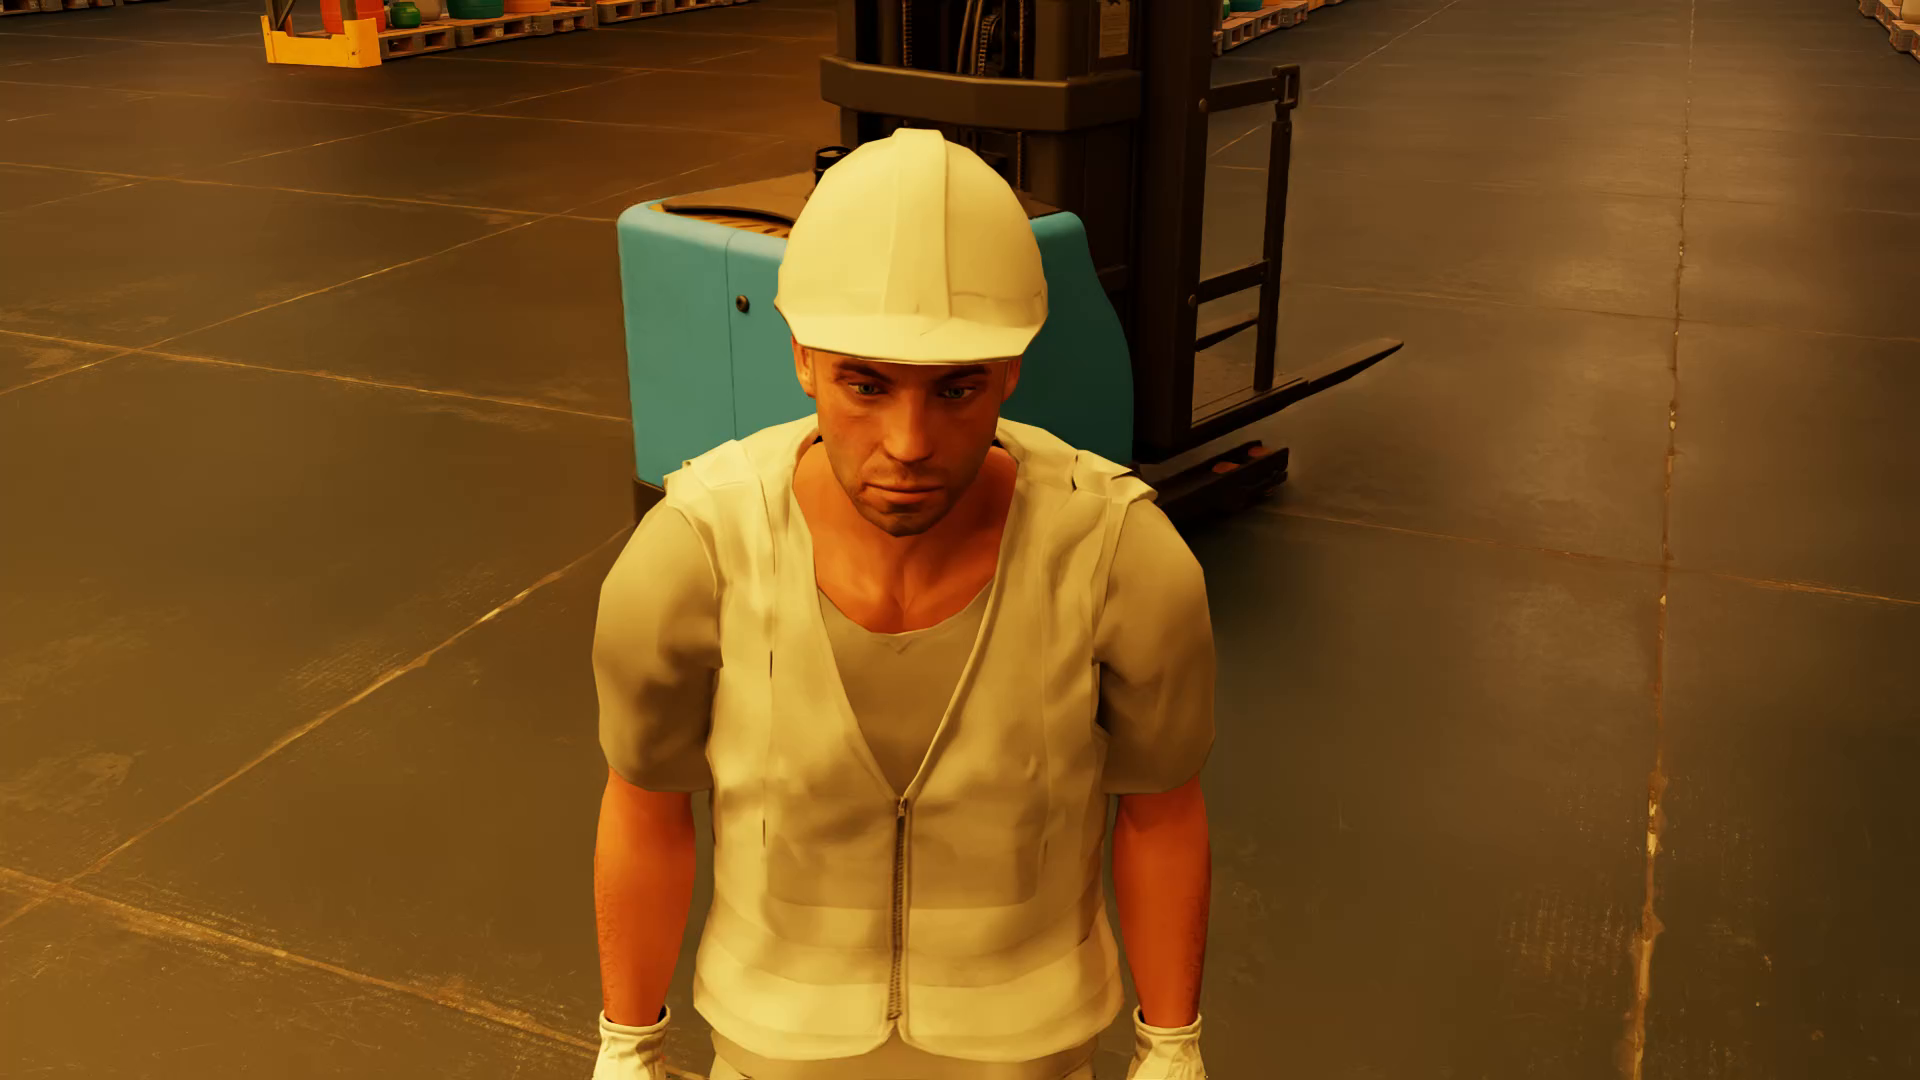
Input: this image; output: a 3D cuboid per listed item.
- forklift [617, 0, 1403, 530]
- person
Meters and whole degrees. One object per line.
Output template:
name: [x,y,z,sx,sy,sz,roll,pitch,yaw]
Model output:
forklift: [0.423,-1.553,5.008,1.130,2.935,3.031,19,29,38]
person: [-0.057,0.504,1.587,0.607,1.777,0.451,0,23,1]
